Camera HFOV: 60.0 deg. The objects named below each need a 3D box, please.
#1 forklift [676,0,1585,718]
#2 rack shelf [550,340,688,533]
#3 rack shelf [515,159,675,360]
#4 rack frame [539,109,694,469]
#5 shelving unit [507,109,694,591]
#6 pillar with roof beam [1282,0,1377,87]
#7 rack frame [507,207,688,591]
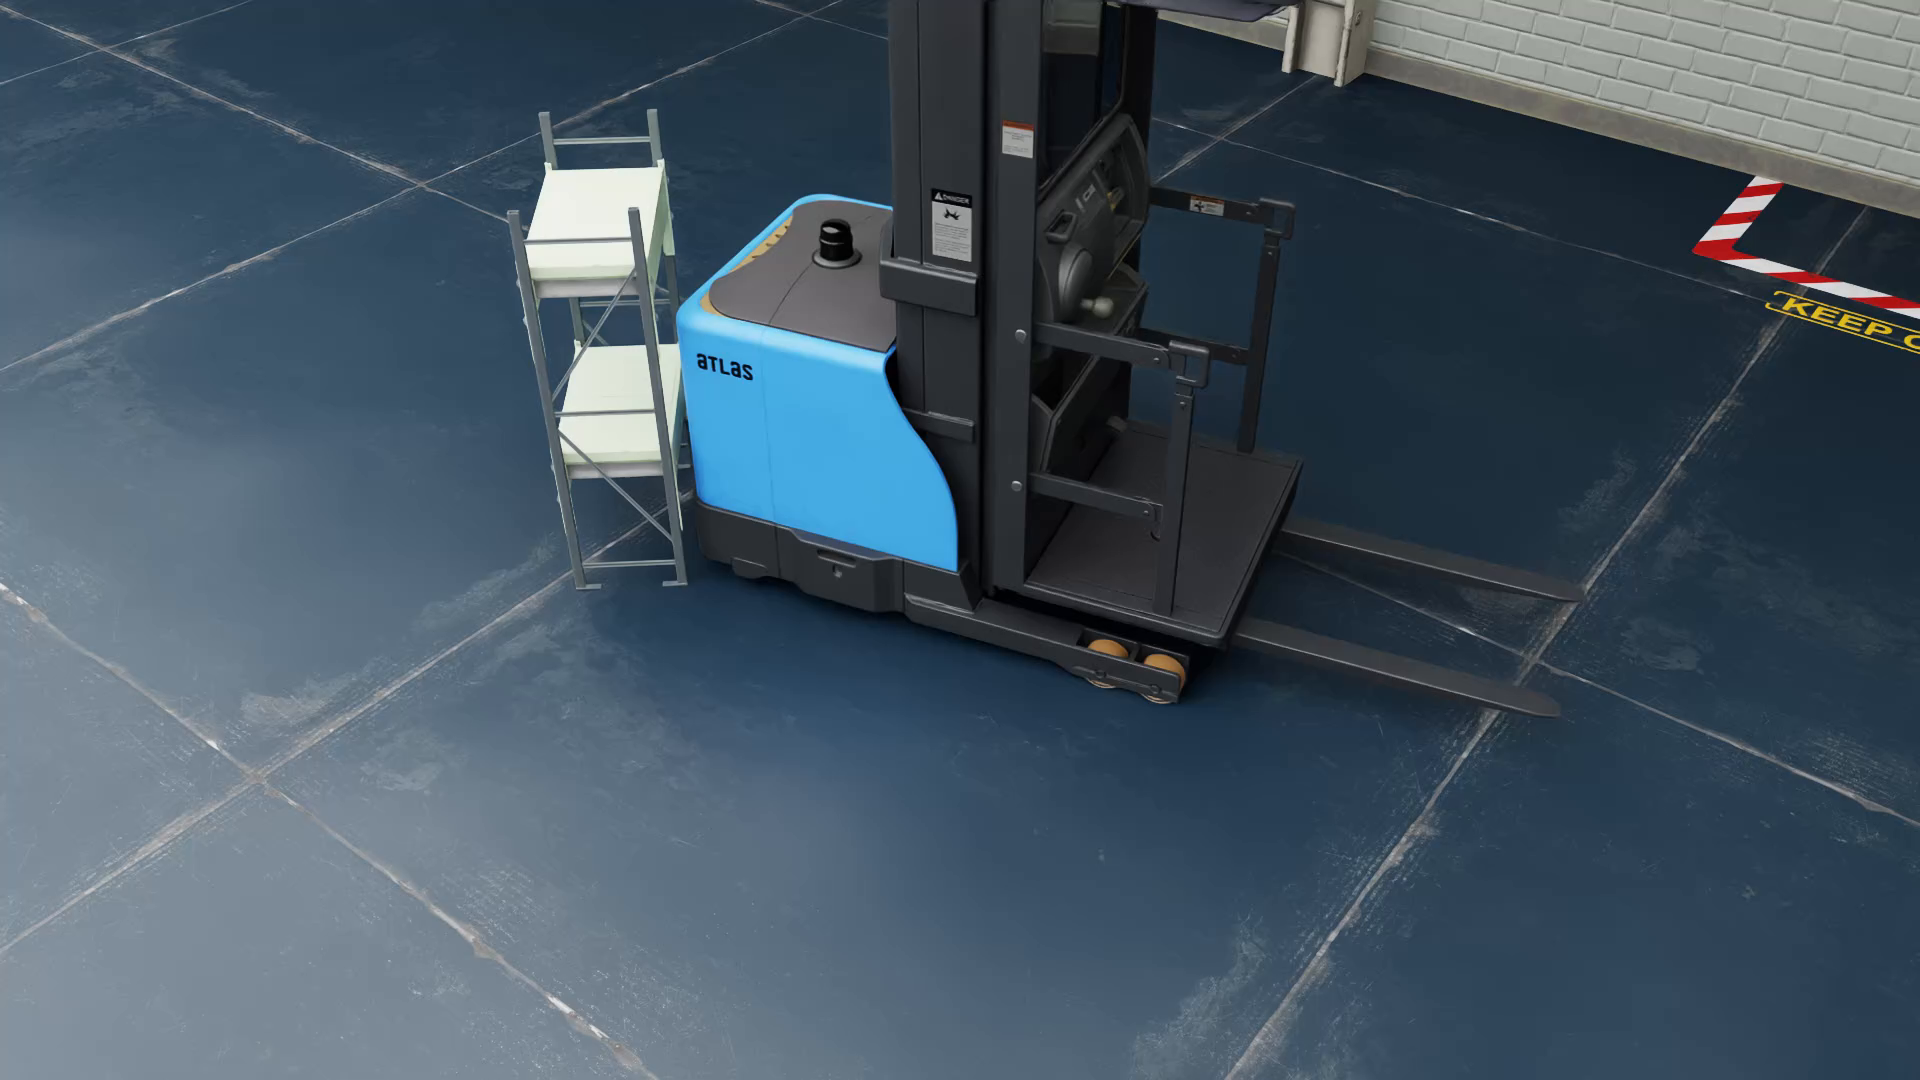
[{"bbox_3d":[0.606,-0.981,5.126,3.031,2.935,1.130,15,40,18],"label":"forklift"},{"bbox_3d":[-1.213,-0.391,6.062,0.431,0.370,0.720,-2,38,-3],"label":"rack shelf"},{"bbox_3d":[-1.213,-0.955,5.621,0.431,0.370,0.720,-2,38,-3],"label":"rack shelf"},{"bbox_3d":[-1.238,-0.873,6.149,0.400,1.500,0.023,-2,38,-3],"label":"rack frame"},{"bbox_3d":[-1.213,-0.648,5.861,0.431,1.500,0.755,-2,38,-3],"label":"shelving unit"},{"bbox_3d":[-0.477,-4.195,4.309,0.400,9.000,9.100,25,45,29],"label":"pillar with roof beam"},{"bbox_3d":[-1.189,-0.423,5.574,0.400,1.500,0.023,-2,38,-3],"label":"rack frame"}]
